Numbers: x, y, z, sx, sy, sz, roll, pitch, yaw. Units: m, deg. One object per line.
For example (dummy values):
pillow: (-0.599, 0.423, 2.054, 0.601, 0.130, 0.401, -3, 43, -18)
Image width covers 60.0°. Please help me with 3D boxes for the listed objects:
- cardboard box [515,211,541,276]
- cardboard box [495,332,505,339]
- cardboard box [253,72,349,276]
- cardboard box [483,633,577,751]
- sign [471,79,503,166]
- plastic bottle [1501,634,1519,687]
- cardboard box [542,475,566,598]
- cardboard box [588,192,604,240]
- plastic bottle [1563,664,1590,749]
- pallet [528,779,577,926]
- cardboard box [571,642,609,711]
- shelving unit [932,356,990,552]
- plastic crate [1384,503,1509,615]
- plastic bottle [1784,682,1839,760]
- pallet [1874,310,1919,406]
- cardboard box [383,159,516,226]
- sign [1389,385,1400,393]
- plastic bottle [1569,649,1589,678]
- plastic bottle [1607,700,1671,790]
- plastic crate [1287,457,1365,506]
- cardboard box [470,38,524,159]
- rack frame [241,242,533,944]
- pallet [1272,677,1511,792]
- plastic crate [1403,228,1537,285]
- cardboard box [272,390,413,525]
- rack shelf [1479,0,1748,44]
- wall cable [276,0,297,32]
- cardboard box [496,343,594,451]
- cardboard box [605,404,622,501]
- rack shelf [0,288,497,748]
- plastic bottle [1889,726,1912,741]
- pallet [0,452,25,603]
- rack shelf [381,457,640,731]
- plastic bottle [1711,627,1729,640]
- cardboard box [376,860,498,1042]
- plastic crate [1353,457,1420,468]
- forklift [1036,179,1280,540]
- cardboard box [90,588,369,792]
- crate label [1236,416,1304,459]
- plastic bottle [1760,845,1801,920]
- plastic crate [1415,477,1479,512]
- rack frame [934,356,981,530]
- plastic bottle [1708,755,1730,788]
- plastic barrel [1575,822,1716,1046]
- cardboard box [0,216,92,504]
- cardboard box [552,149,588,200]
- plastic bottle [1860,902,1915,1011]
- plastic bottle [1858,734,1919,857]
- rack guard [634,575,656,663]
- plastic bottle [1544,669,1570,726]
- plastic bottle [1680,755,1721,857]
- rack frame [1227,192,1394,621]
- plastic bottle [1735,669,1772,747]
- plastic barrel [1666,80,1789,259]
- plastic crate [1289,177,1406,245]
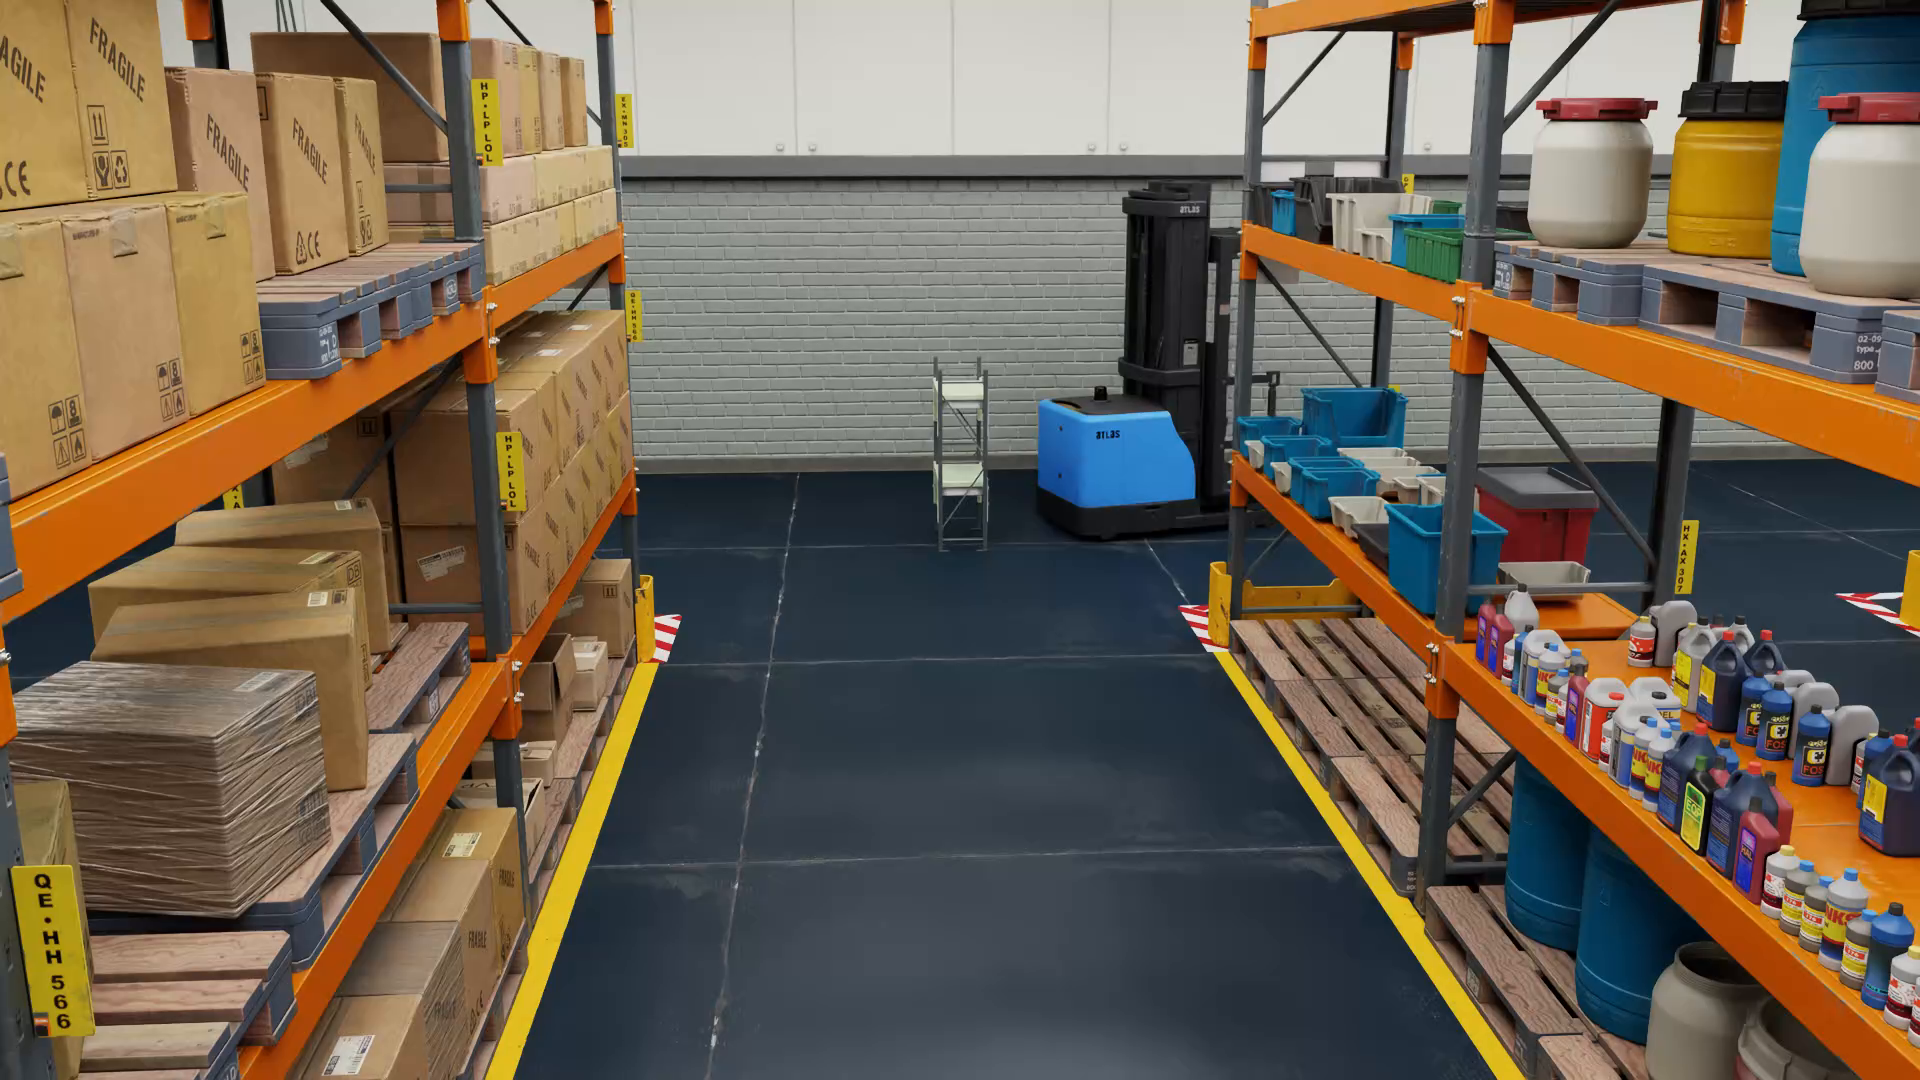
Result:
cardboard box: (-2.188, -1.336, 7.482, 0.500, 0.250, 0.500, -1, 14, -3)
cardboard box: (-2.796, -0.866, 9.164, 0.500, 0.500, 0.500, -1, 14, -3)
cardboard box: (-2.356, -1.168, 5.281, 0.600, 0.600, 0.600, -1, 14, -4)
cardboard box: (-2.500, 0.822, 8.940, 0.797, 0.503, 0.637, -1, 14, -3)
sign: (-1.825, -1.610, 6.418, 0.100, 0.325, 0.005, -1, 14, -3)
plastic bottle: (2.196, 0.473, 6.567, 0.097, 0.201, 0.097, 0, 14, 0)
cardboard box: (-2.173, -0.014, 7.860, 0.500, 0.500, 0.500, -1, 14, -2)
cardboard box: (-2.311, -1.834, 9.415, 0.500, 0.250, 0.500, -1, 14, -3)
plastic bottle: (2.218, 0.592, 5.938, 0.061, 0.283, 0.133, -1, 14, -3)
pallet: (-2.420, 1.473, 7.880, 1.003, 0.211, 1.213, -1, 14, -3)
cardboard box: (-2.318, 0.785, 9.592, 0.500, 0.250, 0.500, -1, 14, -3)
shelving unit: (0.000, -0.725, 13.833, 0.431, 1.500, 0.755, -1, 14, -3)
plastic crate: (2.196, 0.085, 7.587, 0.392, 0.384, 0.575, -1, 14, -3)
plastic bottle: (2.975, 0.620, 5.845, 0.152, 0.276, 0.135, -1, 14, -3)
pallet: (2.864, -0.341, 3.691, 1.003, 0.211, 1.213, -1, 14, -3)
cardboard box: (-2.160, -1.454, 6.936, 0.500, 0.250, 0.500, -1, 14, -3)
sign: (2.866, -0.869, 11.057, 0.100, 0.325, 0.005, -1, 14, -3)
plastic bottle: (2.360, 0.519, 6.388, 0.097, 0.201, 0.097, 0, 14, 0)
plastic bottle: (2.286, 0.686, 5.588, 0.152, 0.276, 0.135, -1, 14, -3)
plastic crate: (2.086, -0.332, 9.511, 0.416, 0.233, 0.300, -1, 14, -3)
cardboard box: (-2.336, -1.939, 7.317, 0.700, 0.500, 0.500, -1, 14, -3)
rack frame: (-2.378, 0.293, 6.868, 1.000, 3.000, 0.127, -1, 14, -3)
pallet: (2.403, 1.081, 9.400, 1.003, 0.211, 1.213, -1, 14, -3)
plastic crate: (2.238, -1.233, 7.206, 0.450, 0.188, 0.662, -1, 14, -3)
cardboard box: (-2.668, -0.362, 7.205, 0.500, 0.500, 0.500, -1, 14, -3)
rack shelf: (2.690, -1.649, 4.621, 1.077, 0.370, 4.000, -1, 14, -3)
wall cable: (-4.864, -5.926, 15.095, 3.097, 2.526, 0.112, -1, 14, -3)
cardboard box: (-2.223, -0.746, 8.698, 0.500, 0.500, 0.500, 0, 14, -2)
cardboard box: (-2.291, -0.514, 9.805, 0.500, 0.500, 0.500, -1, 14, -3)
rack shelf: (-2.254, -0.314, 4.651, 1.077, 0.370, 4.000, -1, 14, -3)
plastic bottle: (3.049, 0.731, 5.399, 0.061, 0.283, 0.133, -1, 14, -3)
pallet: (-1.999, 0.094, 2.001, 1.213, 0.211, 1.003, 0, 14, -1)
rack shelf: (-2.502, 0.144, 8.891, 1.077, 0.370, 4.000, -1, 14, -3)
plastic bottle: (2.935, 0.461, 6.463, 0.152, 0.276, 0.135, -1, 14, -3)
cardboard box: (-2.039, 1.532, 6.187, 0.500, 0.500, 0.500, -1, 14, -3)
plastic crate: (2.553, -0.407, 9.995, 0.396, 0.136, 0.243, -1, 14, -3)
forklift: (2.244, -1.630, 14.479, 3.031, 2.935, 1.130, -5, 15, -20)
cardboard box: (-2.207, 0.479, 5.100, 0.700, 0.500, 0.500, -5, 15, -18)
crate label: (2.005, -0.659, 10.783, 0.416, 0.233, 0.303, -1, 14, -3)
plastic bottle: (2.317, 0.958, 4.680, 0.097, 0.201, 0.097, 0, 14, 0)
plastic crate: (2.655, -0.137, 8.656, 0.437, 0.282, 0.530, -1, 14, -3)
rack frame: (-0.022, -0.816, 14.187, 0.400, 1.500, 0.023, -1, 14, -3)
plastic bottle: (2.333, 0.810, 5.092, 0.061, 0.283, 0.133, -1, 14, -3)
plastic barrel: (2.626, 1.342, 6.160, 0.600, 0.901, 0.708, -1, 14, -3)
cardboard box: (-2.191, -0.321, 3.035, 0.910, 0.500, 0.500, -1, 14, -3)
cardboard box: (-2.281, -1.952, 8.869, 0.500, 0.250, 0.500, -1, 14, -3)
plastic bottle: (2.347, 1.046, 4.201, 0.097, 0.271, 0.097, 0, 14, 0)
plastic bottle: (2.874, 0.775, 5.095, 0.144, 0.351, 0.185, -1, 14, -3)
rack guard: (-2.621, 0.528, 10.973, 1.175, 0.500, 0.348, -1, 14, -3)
plastic bottle: (2.223, 0.579, 6.155, 0.097, 0.201, 0.097, 0, 14, 0)
plastic bottle: (2.272, 0.811, 5.088, 0.061, 0.283, 0.133, -1, 14, -3)
rack frame: (2.318, -0.777, 11.028, 1.000, 3.000, 0.127, -1, 14, -3)
plastic bottle: (2.843, 0.595, 5.950, 0.097, 0.271, 0.097, 0, 14, 0)
plastic barrel: (2.825, -1.306, 5.842, 0.600, 0.588, 0.600, 0, 14, 0)
plastic crate: (2.138, -1.816, 9.169, 0.504, 0.338, 0.767, -1, 14, -3)
